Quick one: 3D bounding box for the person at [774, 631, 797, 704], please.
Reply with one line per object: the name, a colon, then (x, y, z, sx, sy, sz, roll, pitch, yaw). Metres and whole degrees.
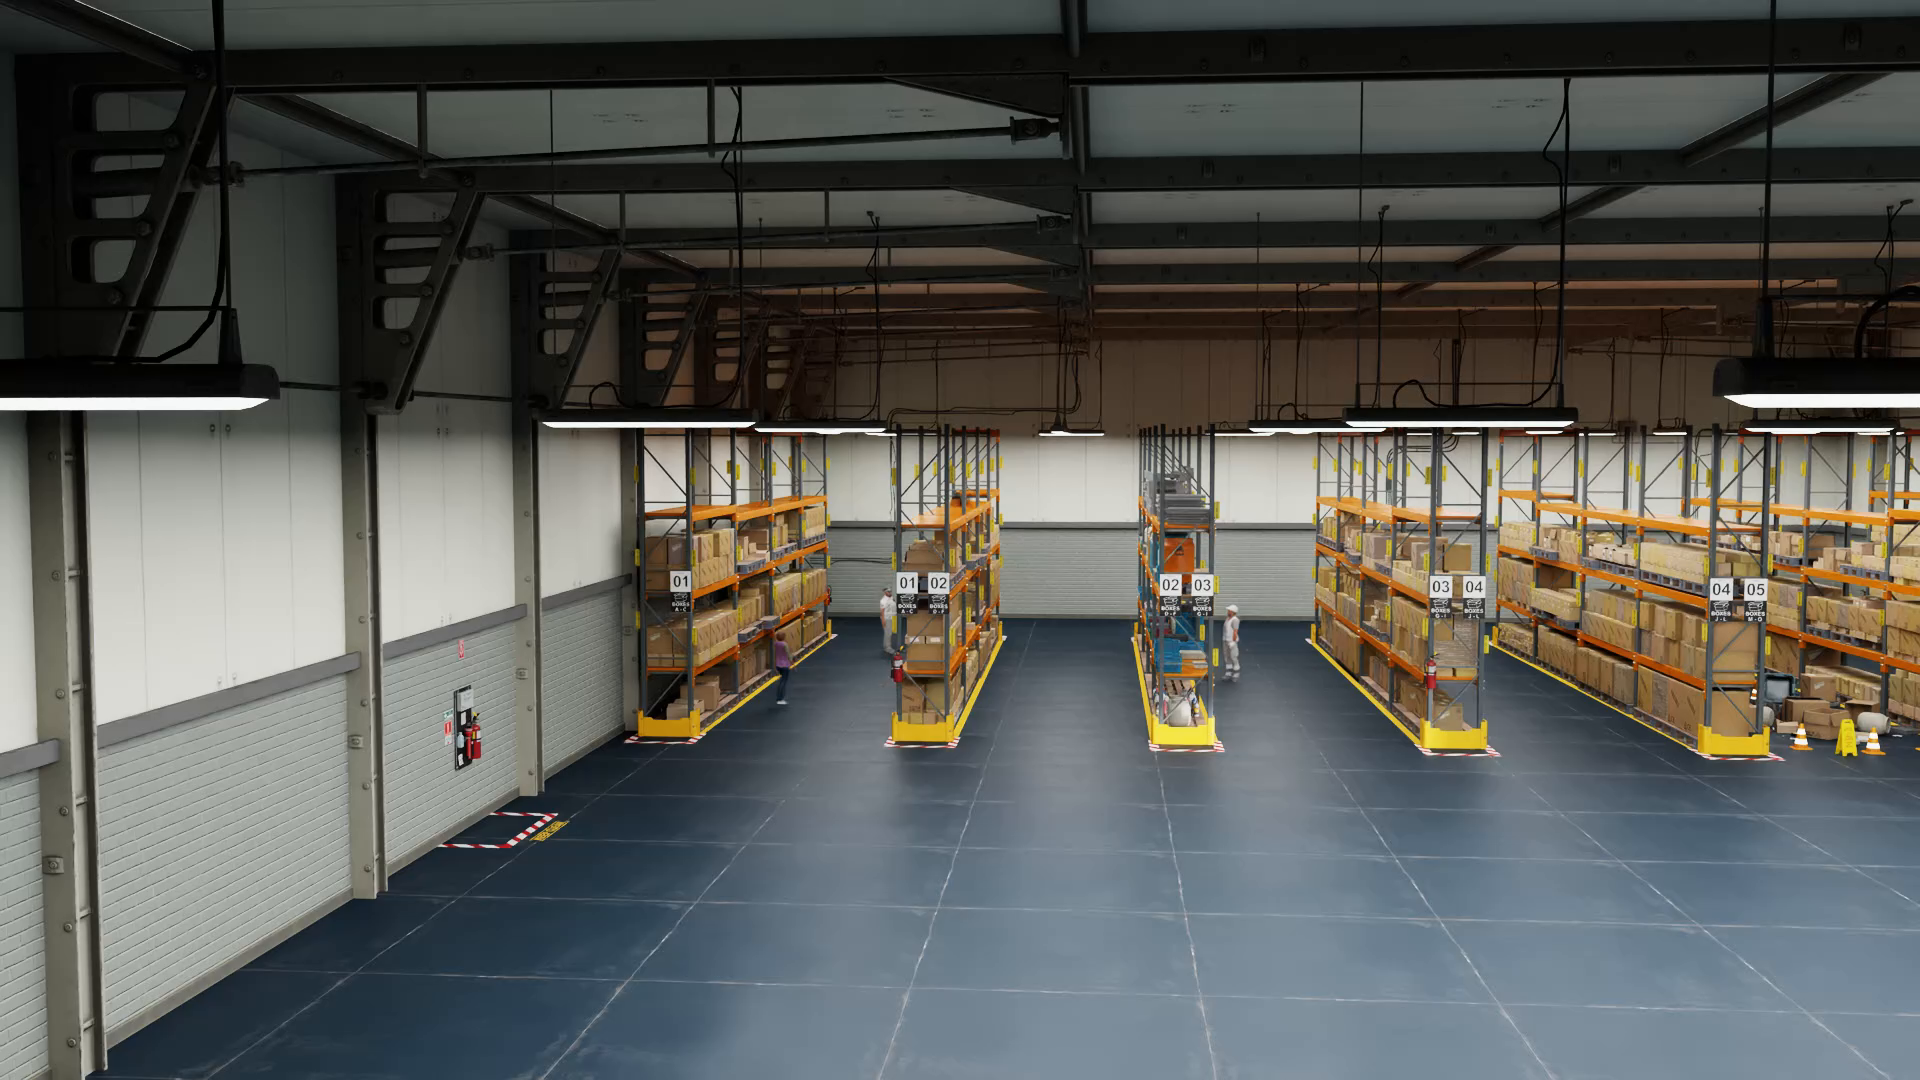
person: (-3.795, 2.767, 35.786, 0.446, 1.635, 0.506, 3, 4, 37)

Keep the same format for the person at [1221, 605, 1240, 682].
person: (6.410, 2.443, 39.390, 0.416, 1.818, 0.563, -2, 4, -32)

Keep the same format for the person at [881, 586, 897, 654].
person: (-1.851, 2.136, 44.556, 0.518, 1.801, 0.581, 1, 4, 21)
